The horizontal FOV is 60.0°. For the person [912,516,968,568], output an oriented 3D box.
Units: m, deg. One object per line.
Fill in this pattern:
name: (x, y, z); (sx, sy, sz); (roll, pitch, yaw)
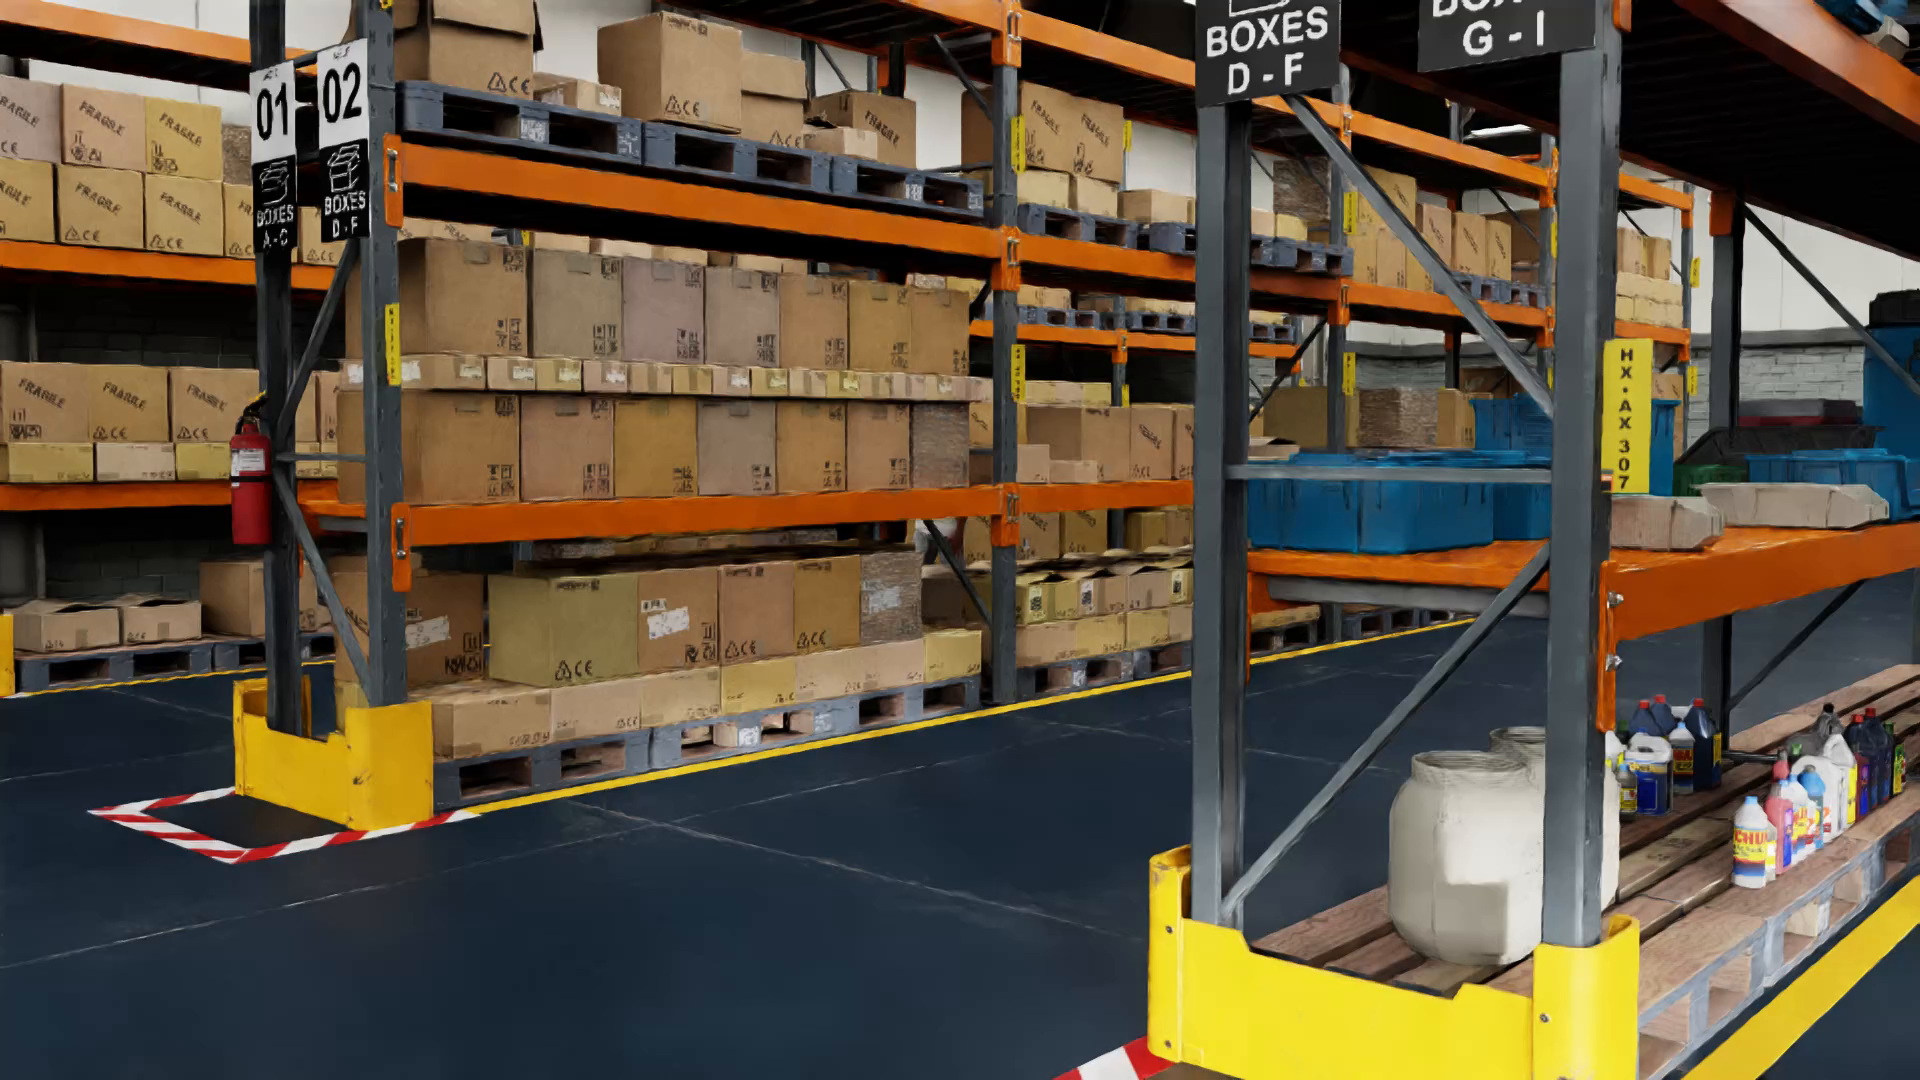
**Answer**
person: (-0.191, -0.067, 12.472); (0.597, 1.739, 0.795); (3, 5, 43)
